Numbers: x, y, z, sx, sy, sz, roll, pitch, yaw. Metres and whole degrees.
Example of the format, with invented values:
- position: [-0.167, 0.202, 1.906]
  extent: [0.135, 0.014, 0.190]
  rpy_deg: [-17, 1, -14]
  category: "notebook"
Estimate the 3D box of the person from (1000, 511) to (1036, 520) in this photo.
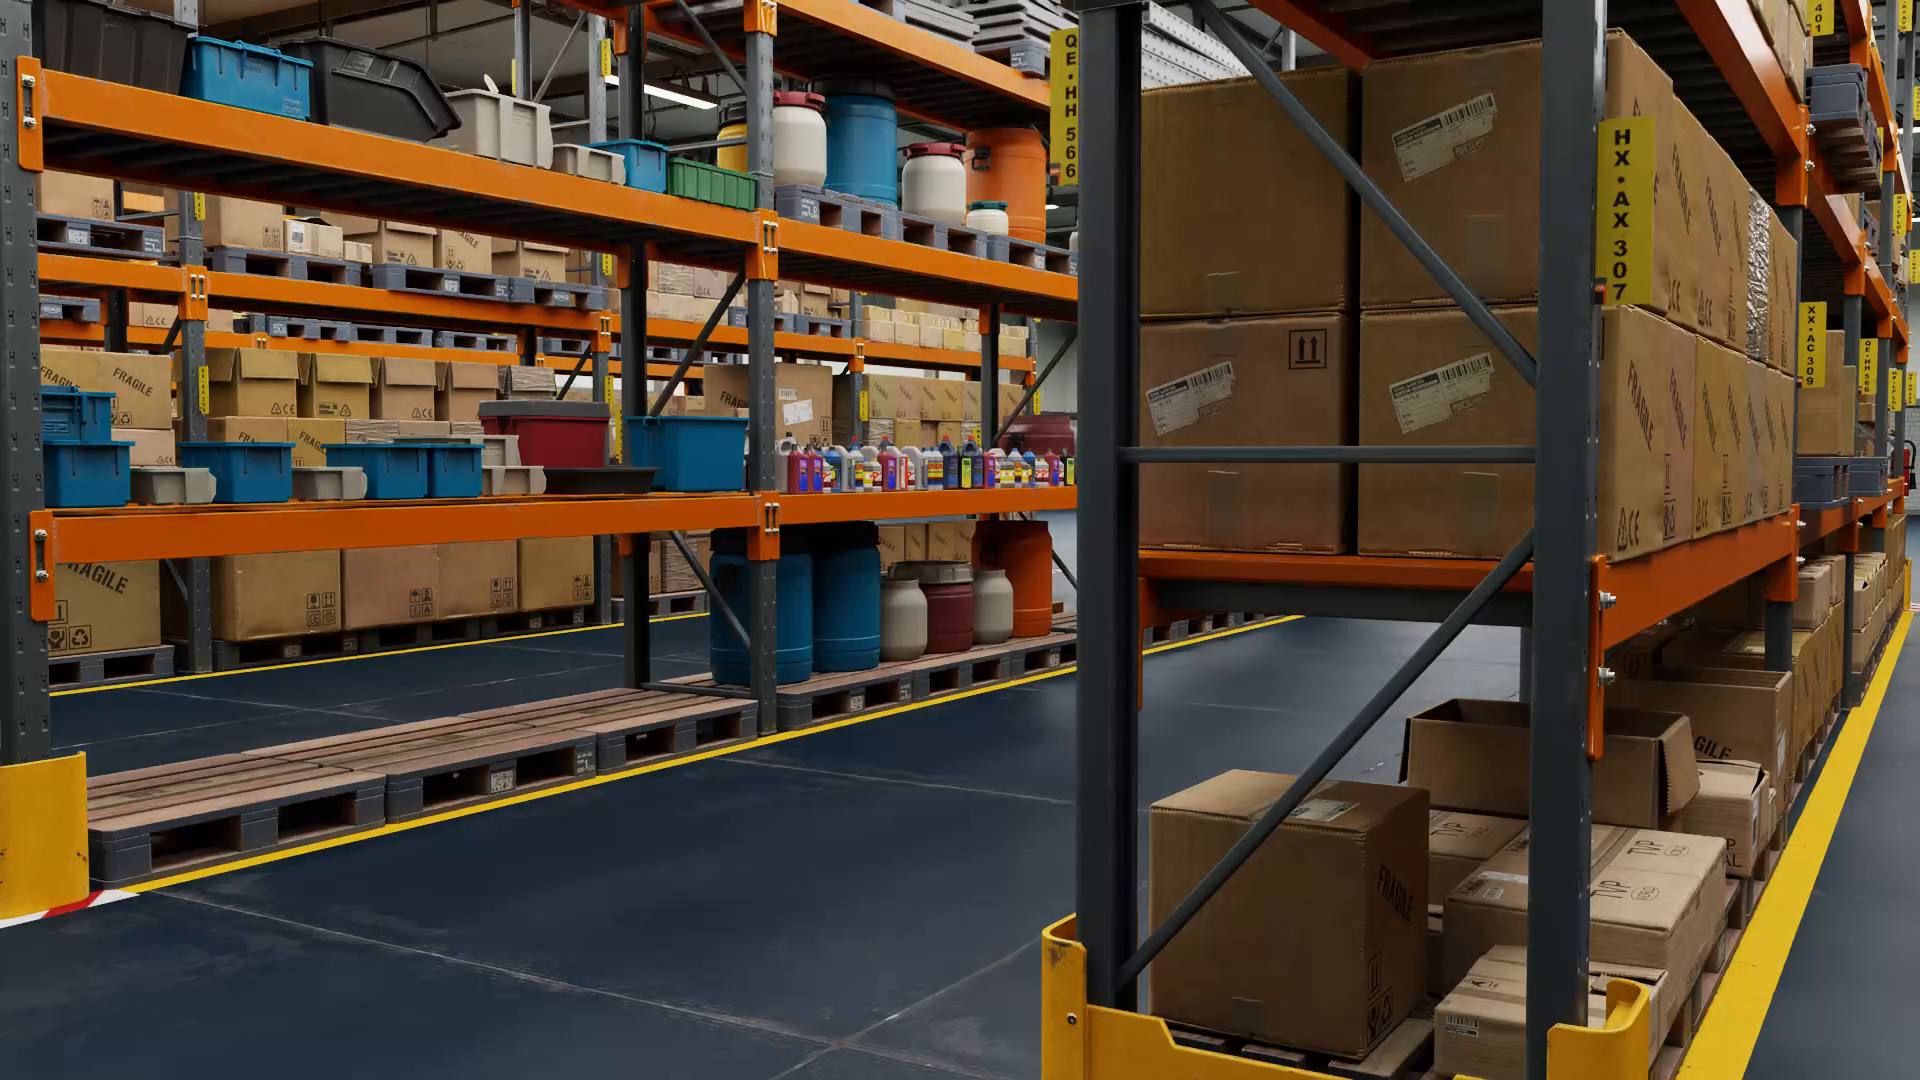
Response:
- position: [0.496, -0.089, 14.614]
  extent: [0.439, 1.748, 0.586]
  rpy_deg: [2, 3, 31]
  category: "person"
